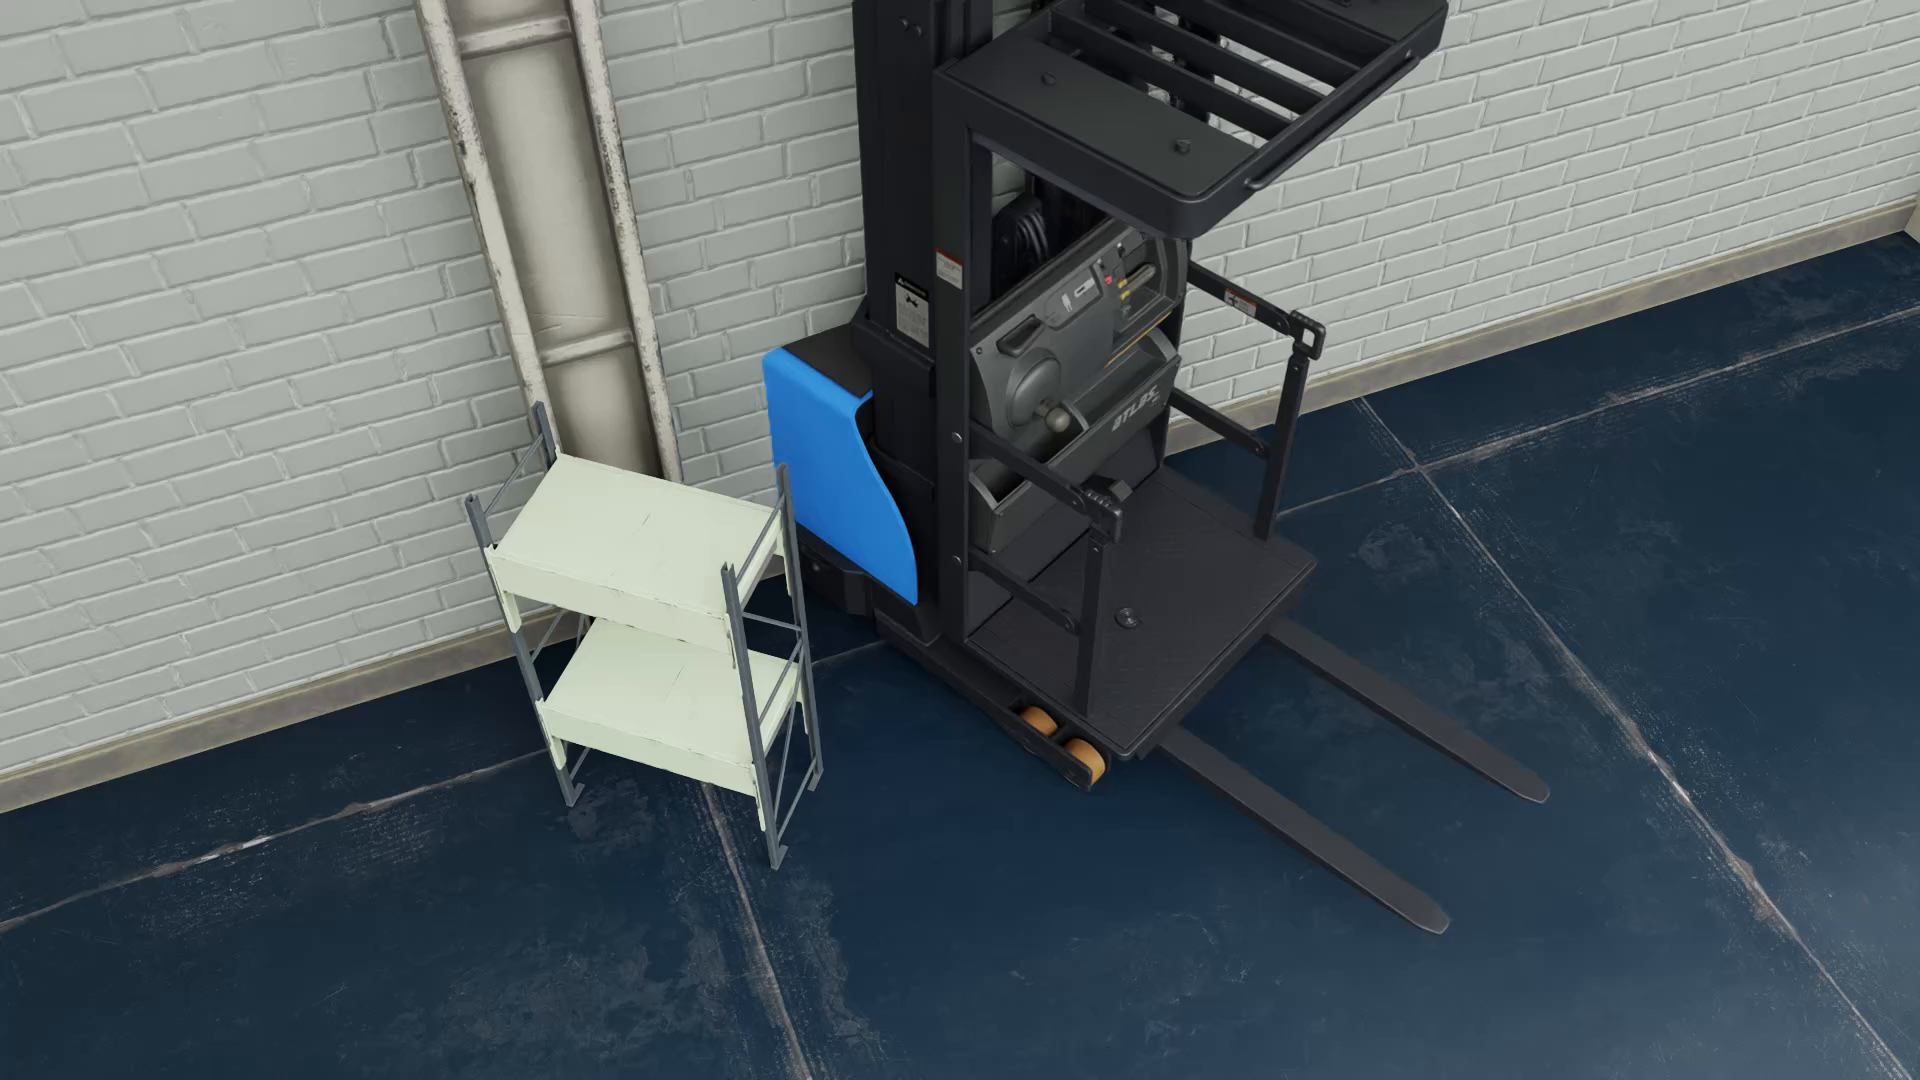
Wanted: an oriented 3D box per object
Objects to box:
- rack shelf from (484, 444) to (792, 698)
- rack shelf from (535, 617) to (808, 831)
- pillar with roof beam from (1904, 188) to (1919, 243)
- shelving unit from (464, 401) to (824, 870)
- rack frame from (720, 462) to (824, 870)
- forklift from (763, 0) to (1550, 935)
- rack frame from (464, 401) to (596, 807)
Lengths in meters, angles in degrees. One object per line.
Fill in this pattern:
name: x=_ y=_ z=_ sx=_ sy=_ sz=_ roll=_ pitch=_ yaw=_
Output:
rack shelf: x=-0.879 y=0.083 z=4.676 sx=0.720 sy=0.370 sz=0.431 roll=14 pitch=51 yaw=12
rack shelf: x=-0.879 y=0.549 z=5.219 sx=0.720 sy=0.370 sz=0.431 roll=14 pitch=51 yaw=12
pillar with roof beam: x=6.079 y=-1.270 z=1.409 sx=0.400 sy=9.000 sz=9.100 roll=-17 pitch=52 yaw=-14
shelving unit: x=-0.879 y=0.337 z=4.972 sx=0.755 sy=1.500 sz=0.431 roll=14 pitch=51 yaw=12
rack frame: x=-0.533 y=0.426 z=4.896 sx=0.023 sy=1.500 sz=0.400 roll=14 pitch=51 yaw=12
forklift: x=0.524 y=-0.589 z=4.824 sx=3.031 sy=2.935 sz=1.130 roll=34 pitch=57 yaw=26
rack frame: x=-1.226 y=0.248 z=5.048 sx=0.023 sy=1.500 sz=0.400 roll=14 pitch=51 yaw=12
